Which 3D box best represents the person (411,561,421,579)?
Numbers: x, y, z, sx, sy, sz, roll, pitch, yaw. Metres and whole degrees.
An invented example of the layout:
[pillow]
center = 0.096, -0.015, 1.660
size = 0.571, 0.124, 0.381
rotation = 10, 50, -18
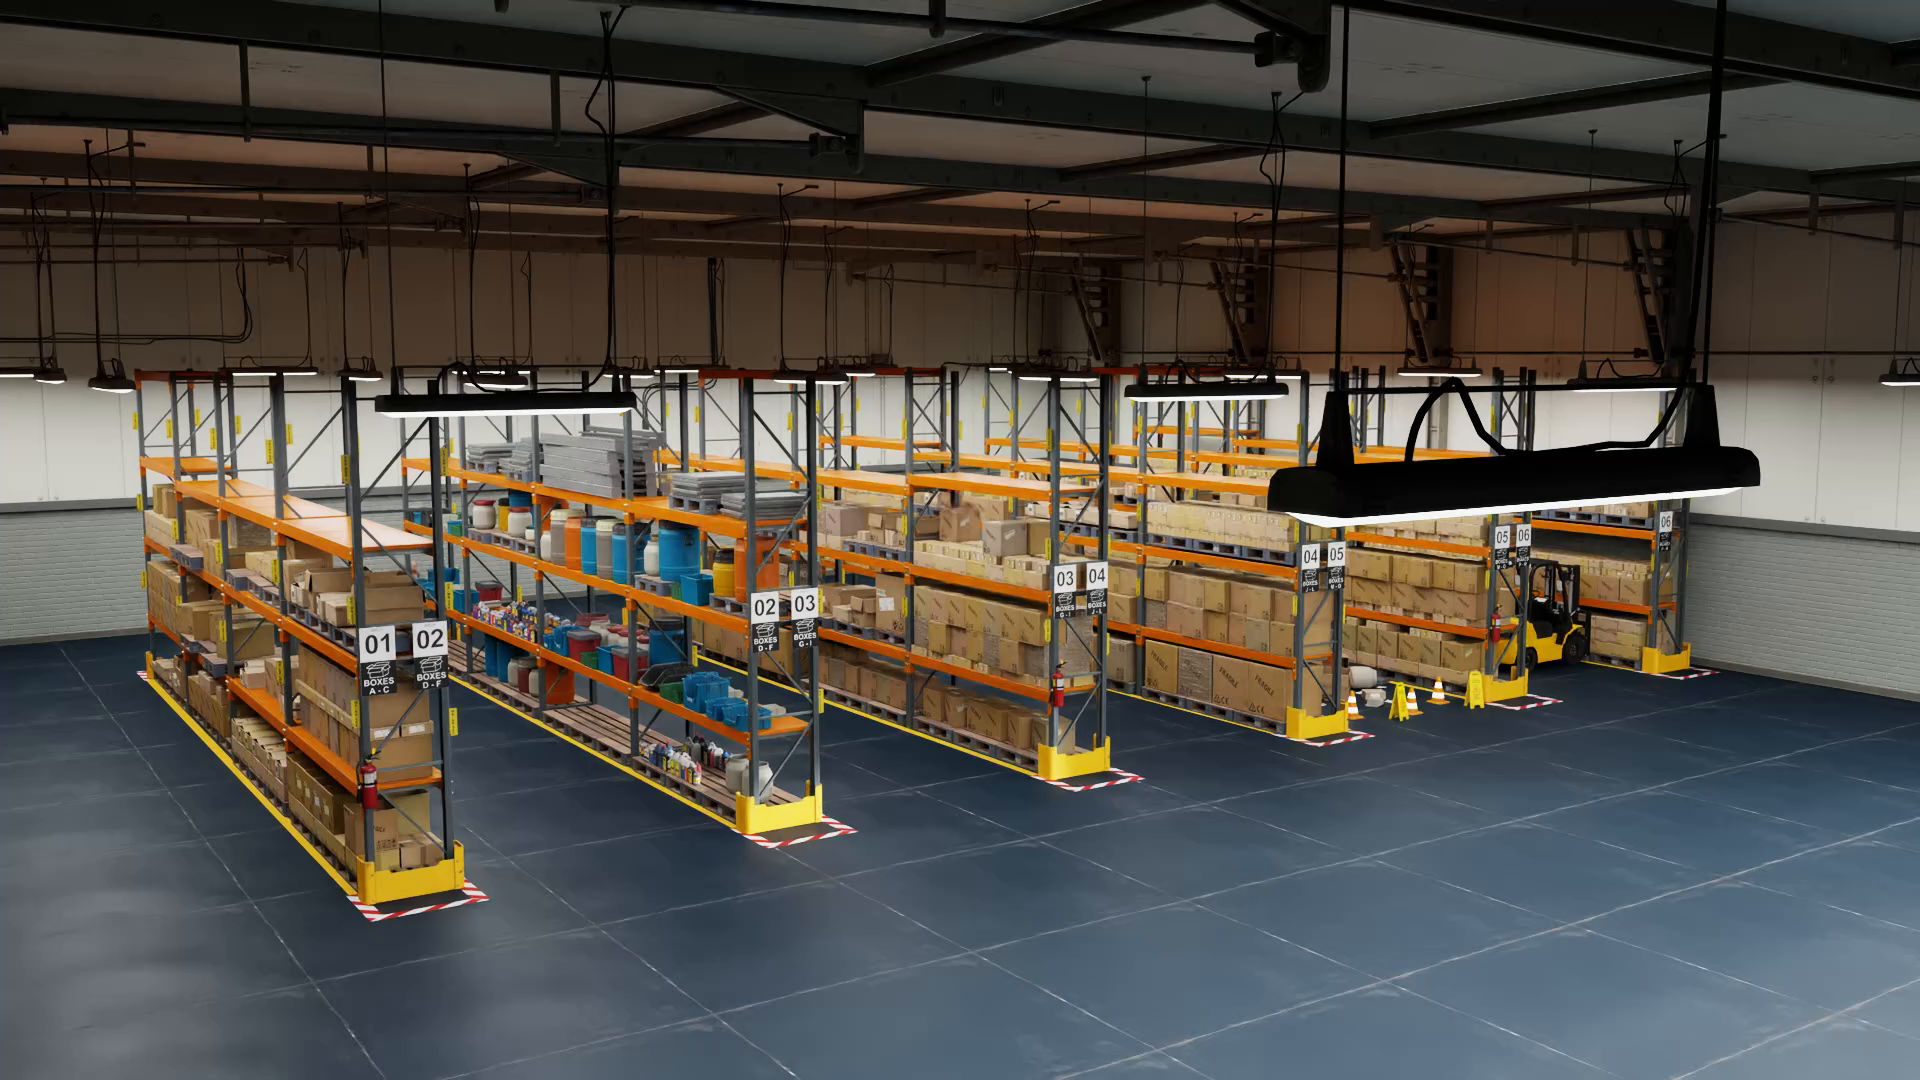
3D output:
[person]
center = -12.168, 1.313, 36.730
size = 0.984, 1.742, 0.575
rotation = 1, 6, 7
